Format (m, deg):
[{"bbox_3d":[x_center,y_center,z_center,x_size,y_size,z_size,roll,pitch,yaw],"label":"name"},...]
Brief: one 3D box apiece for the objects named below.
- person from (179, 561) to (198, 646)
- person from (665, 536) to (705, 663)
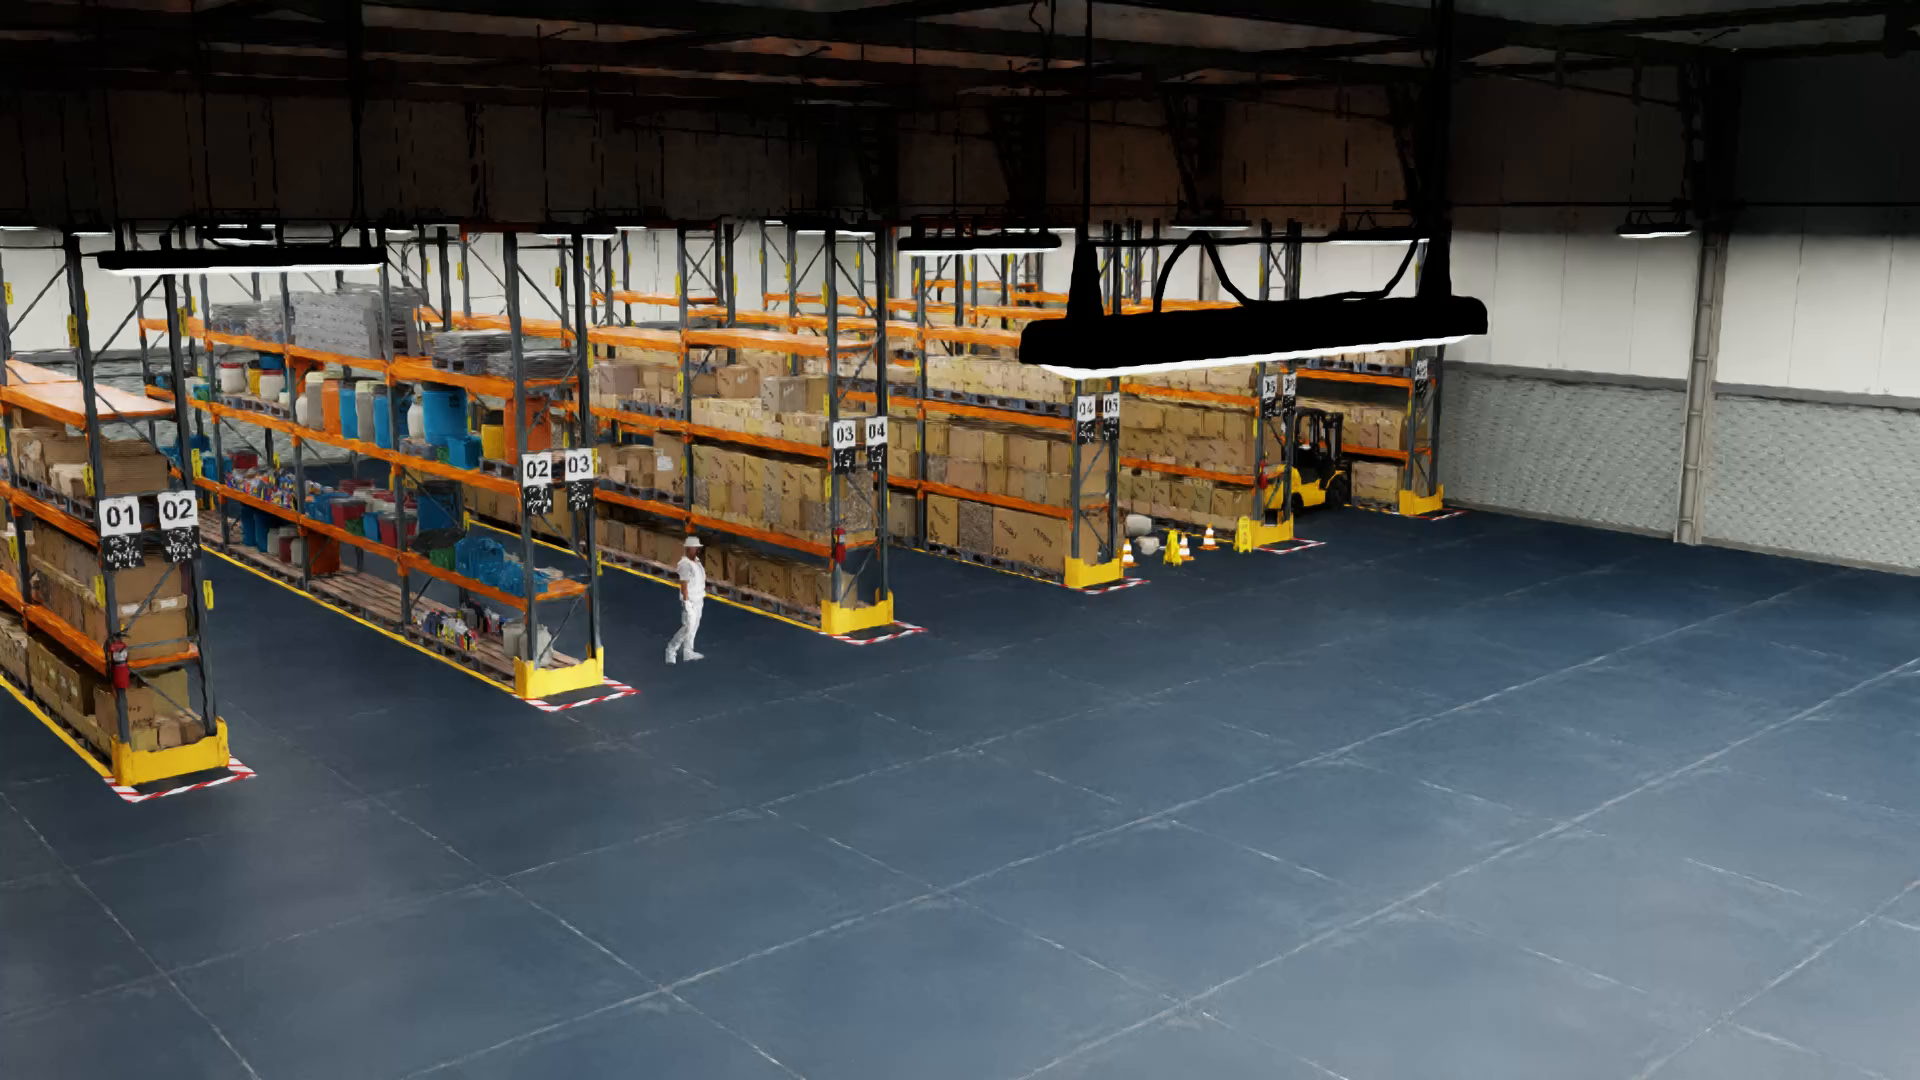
[{"bbox_3d":[-11.338,0.664,23.998,0.636,1.775,0.677,-2,12,-9],"label":"person"},{"bbox_3d":[-3.847,0.838,23.229,0.526,1.773,0.735,2,12,8],"label":"person"}]
